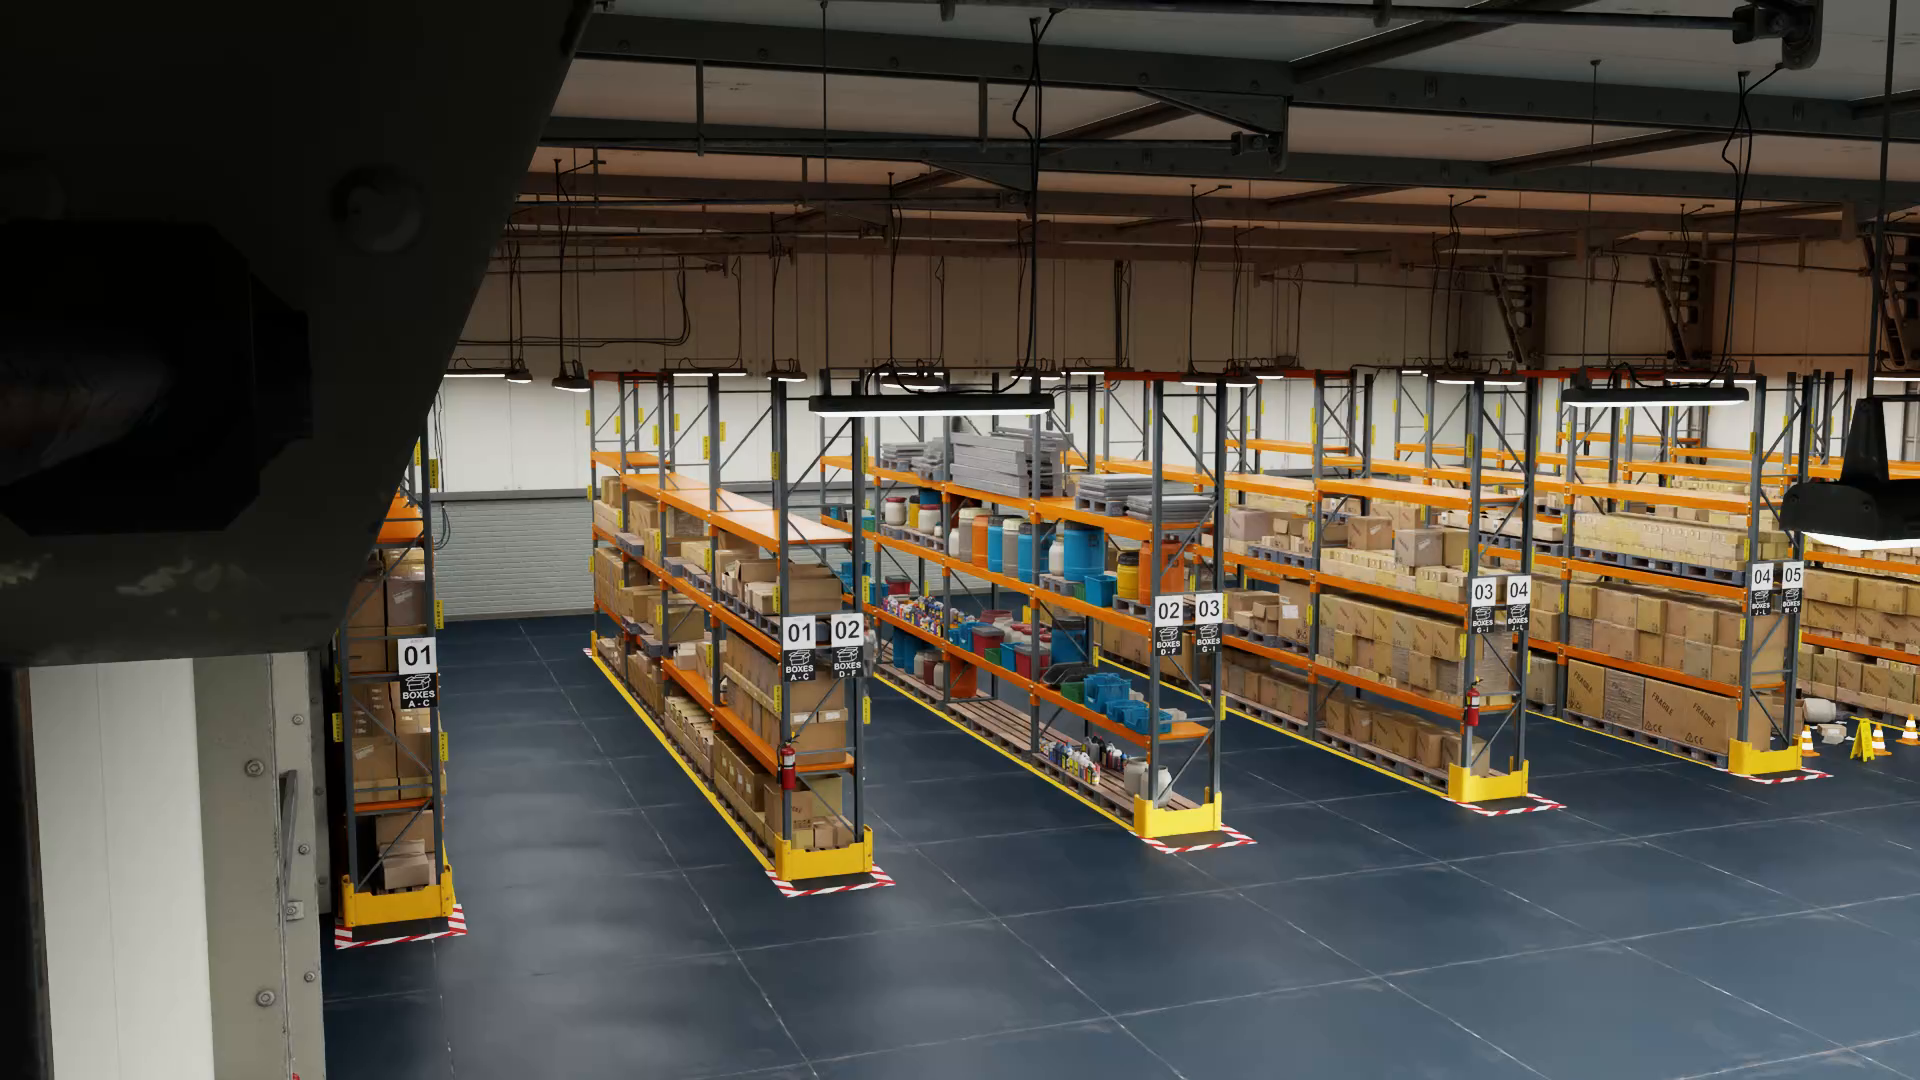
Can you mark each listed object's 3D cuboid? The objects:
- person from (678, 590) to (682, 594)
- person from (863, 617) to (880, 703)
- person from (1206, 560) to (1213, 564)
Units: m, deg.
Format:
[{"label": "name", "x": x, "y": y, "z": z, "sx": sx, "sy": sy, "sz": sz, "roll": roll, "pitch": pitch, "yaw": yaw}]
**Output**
[{"label": "person", "x": -6.268, "y": 1.396, "z": 36.770, "sx": 0.646, "sy": 1.696, "sz": 0.628, "roll": -6, "pitch": 9, "yaw": -42}, {"label": "person", "x": -1.773, "y": 2.170, "z": 30.501, "sx": 0.525, "sy": 1.562, "sz": 0.680, "roll": -3, "pitch": 7, "yaw": -22}, {"label": "person", "x": 5.693, "y": 1.279, "z": 37.928, "sx": 0.584, "sy": 1.651, "sz": 0.561, "roll": -2, "pitch": 7, "yaw": -19}]
